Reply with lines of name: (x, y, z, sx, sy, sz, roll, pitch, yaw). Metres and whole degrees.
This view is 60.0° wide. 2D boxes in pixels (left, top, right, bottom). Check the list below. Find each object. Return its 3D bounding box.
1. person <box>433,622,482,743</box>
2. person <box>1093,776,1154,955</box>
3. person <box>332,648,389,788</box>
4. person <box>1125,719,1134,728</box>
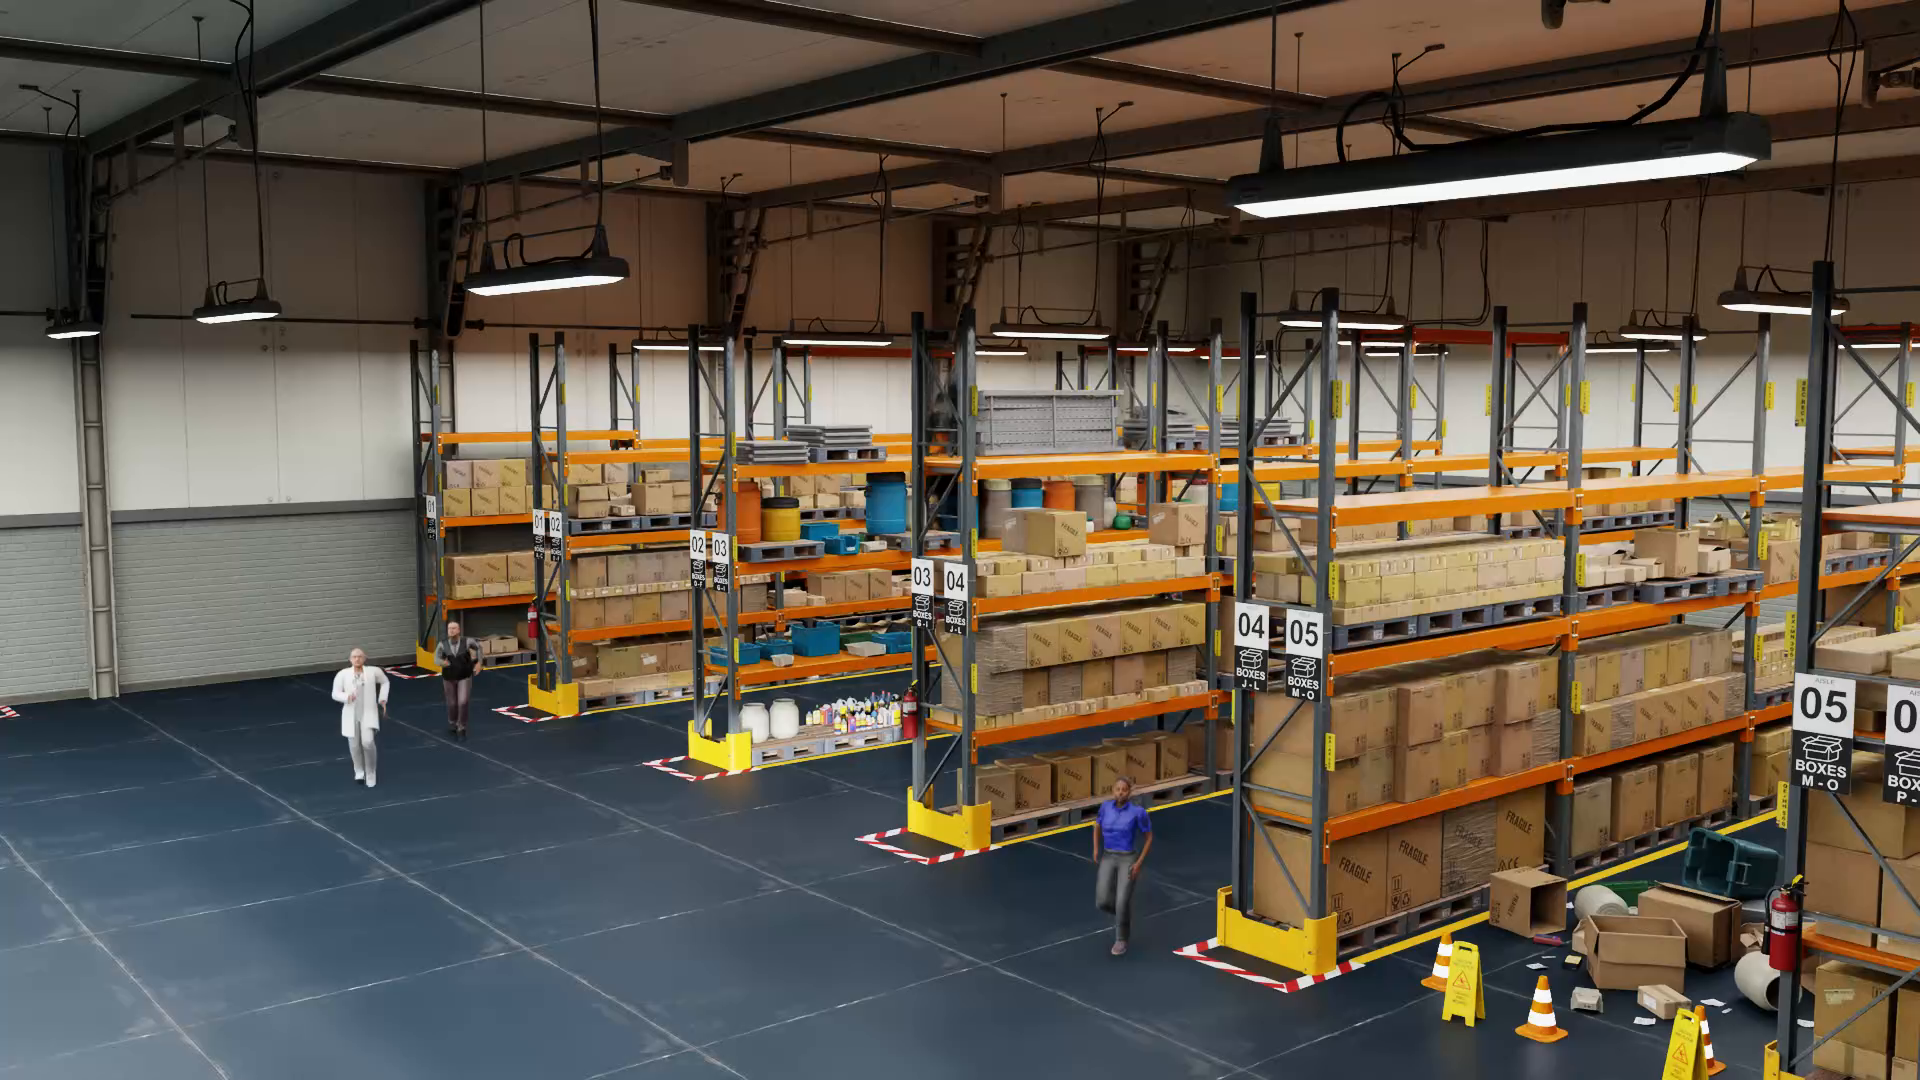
person: (-7.340, 2.065, 24.320, 0.662, 1.762, 0.888, -1, 5, -8)
person: (1.461, 2.966, 15.228, 0.607, 1.623, 0.506, 3, 6, 29)
person: (-7.745, 2.300, 21.489, 0.671, 1.807, 0.782, -1, 5, -14)
person: (2.605, 1.781, 24.221, 0.621, 1.894, 0.805, 4, 7, 39)
